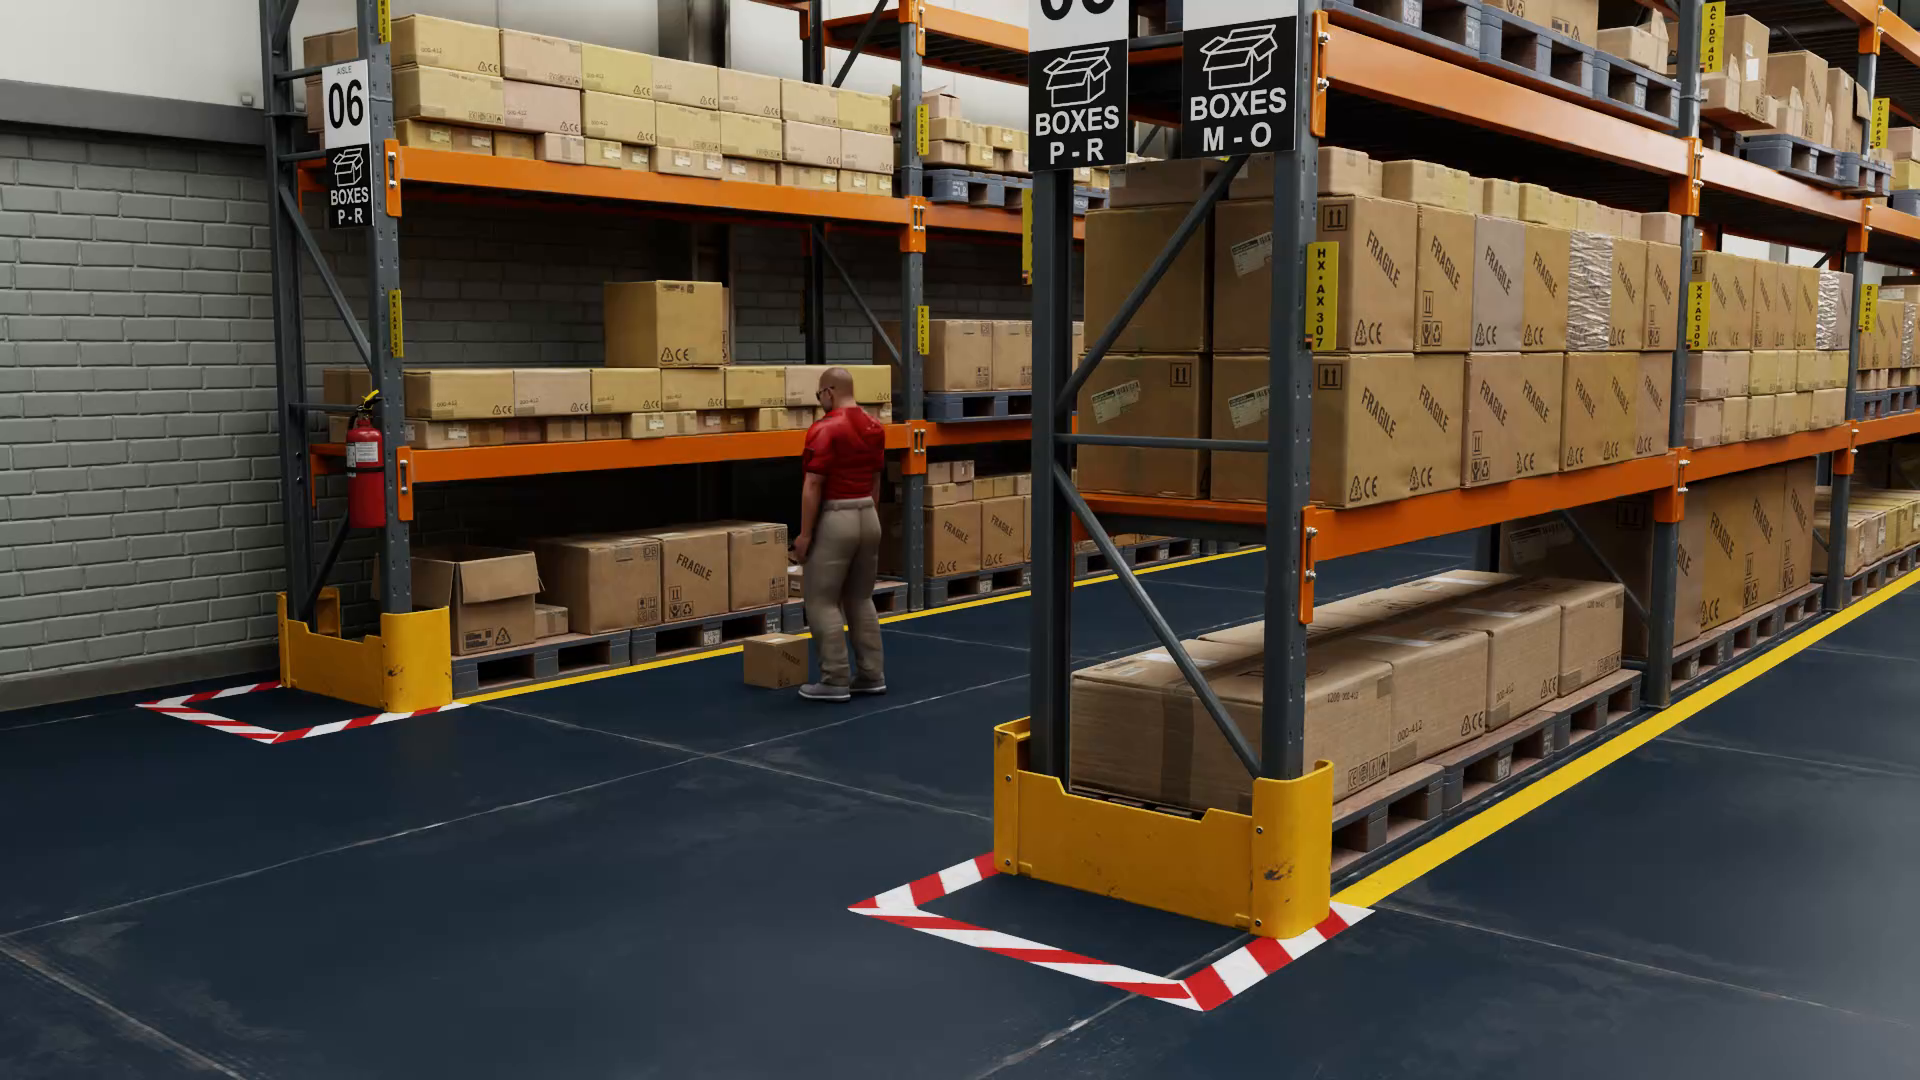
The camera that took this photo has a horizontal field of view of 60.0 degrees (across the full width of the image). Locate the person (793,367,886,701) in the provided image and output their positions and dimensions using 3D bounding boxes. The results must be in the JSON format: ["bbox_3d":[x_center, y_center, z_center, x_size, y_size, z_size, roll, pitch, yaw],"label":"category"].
[{"bbox_3d":[-0.638,-0.031,8.637,0.358,1.724,0.530,6,9,40],"label":"person"}]
